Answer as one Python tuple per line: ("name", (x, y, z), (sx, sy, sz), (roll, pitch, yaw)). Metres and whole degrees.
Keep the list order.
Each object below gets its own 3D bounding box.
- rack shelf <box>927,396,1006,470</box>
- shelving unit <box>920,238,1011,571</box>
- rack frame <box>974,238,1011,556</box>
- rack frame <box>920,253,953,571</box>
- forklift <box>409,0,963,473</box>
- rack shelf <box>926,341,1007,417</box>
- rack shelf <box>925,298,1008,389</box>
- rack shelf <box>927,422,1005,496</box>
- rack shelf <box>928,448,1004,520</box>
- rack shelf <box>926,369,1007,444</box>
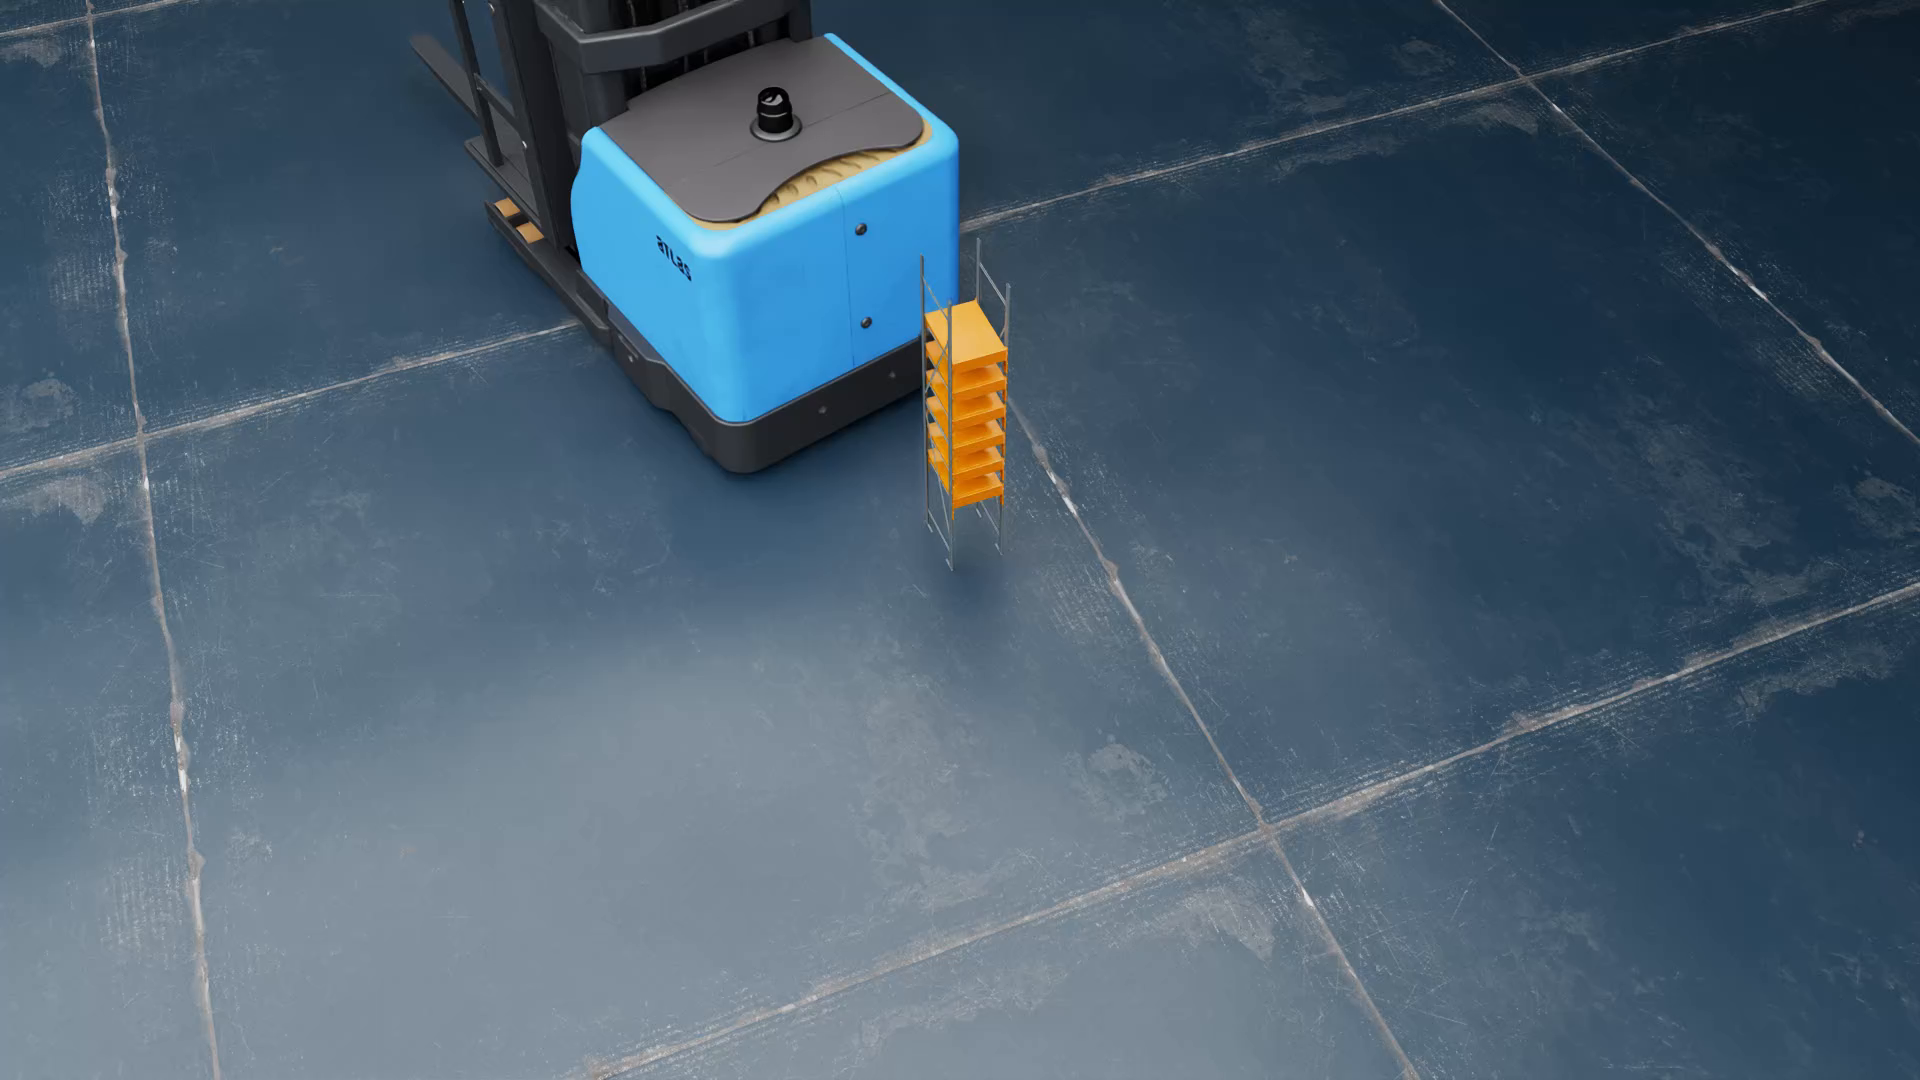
("rack shelf", (0.013, -0.366, 5.332), (0.180, 0.103, 0.258), (-17, 52, -14))
("shelving unit", (0.013, -0.395, 5.298), (0.189, 1.200, 0.258), (-17, 52, -14))
("rack frame", (0.098, -0.421, 5.321), (0.006, 1.200, 0.240), (-17, 52, -14))
("rack frame", (-0.071, -0.369, 5.276), (0.006, 1.200, 0.240), (-17, 52, -14))
("forklift", (-1.270, -2.268, 5.766), (1.130, 2.935, 3.031), (-29, 55, -23))
("rack shelf", (0.013, -0.522, 5.150), (0.180, 0.103, 0.258), (-17, 52, -14))
("rack shelf", (0.013, -0.601, 5.059), (0.180, 0.103, 0.258), (-17, 52, -14))
("rack shelf", (0.013, -0.288, 5.423), (0.180, 0.103, 0.258), (-17, 52, -14))
("rack shelf", (0.013, -0.210, 5.514), (0.180, 0.103, 0.258), (-17, 52, -14))
("rack shelf", (0.013, -0.444, 5.241), (0.180, 0.103, 0.258), (-17, 52, -14))
